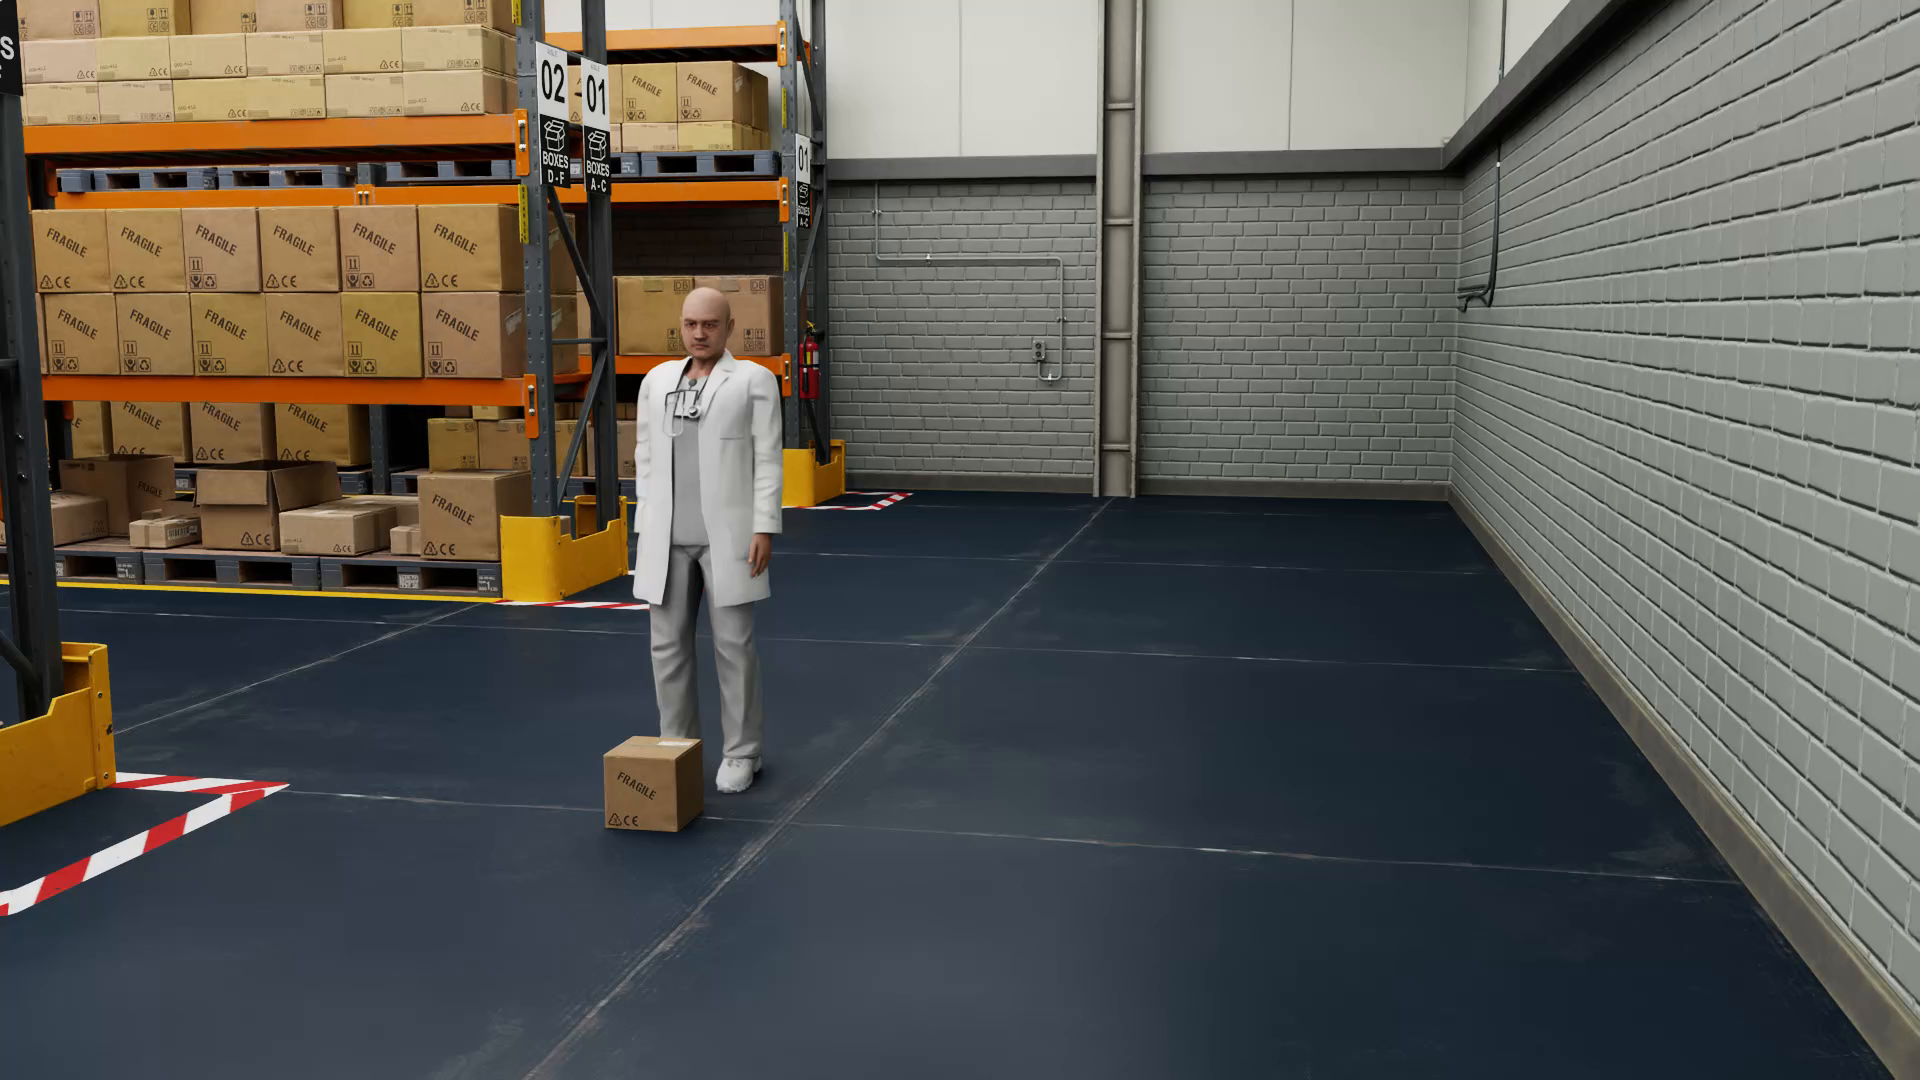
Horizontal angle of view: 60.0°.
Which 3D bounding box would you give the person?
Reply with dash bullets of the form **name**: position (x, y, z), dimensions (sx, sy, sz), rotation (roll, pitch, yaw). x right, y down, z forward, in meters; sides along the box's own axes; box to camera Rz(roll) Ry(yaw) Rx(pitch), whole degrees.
- **person**: position (-0.904, -0.003, 5.945), dimensions (0.562, 1.784, 0.388), rotation (2, 8, 12)
